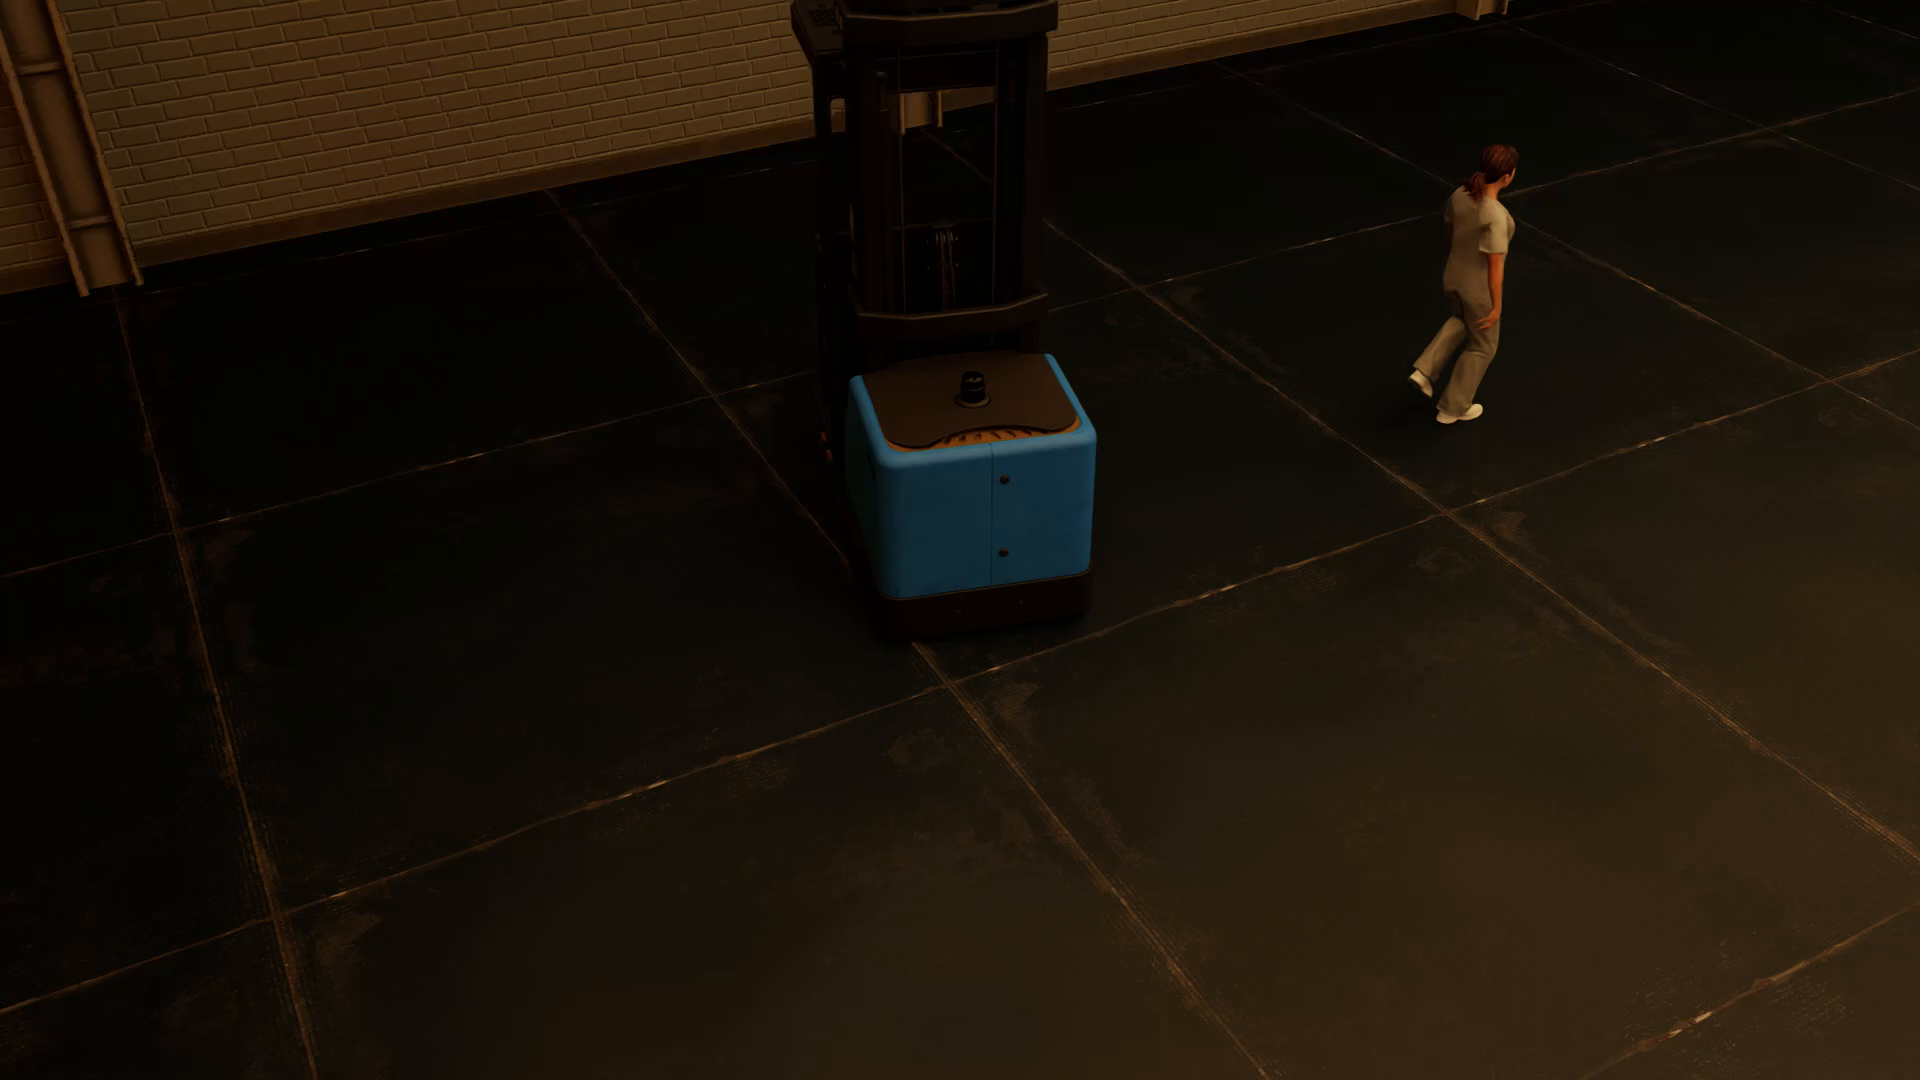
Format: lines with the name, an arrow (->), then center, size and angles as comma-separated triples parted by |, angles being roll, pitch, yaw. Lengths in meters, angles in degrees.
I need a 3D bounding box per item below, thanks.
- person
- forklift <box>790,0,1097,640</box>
person -> 2.847, -1.412, 9.228 | 0.477, 1.656, 0.611 | -16, 38, -21
forklift -> -0.193, -1.570, 8.344 | 1.130, 2.935, 3.031 | -8, 36, -11
